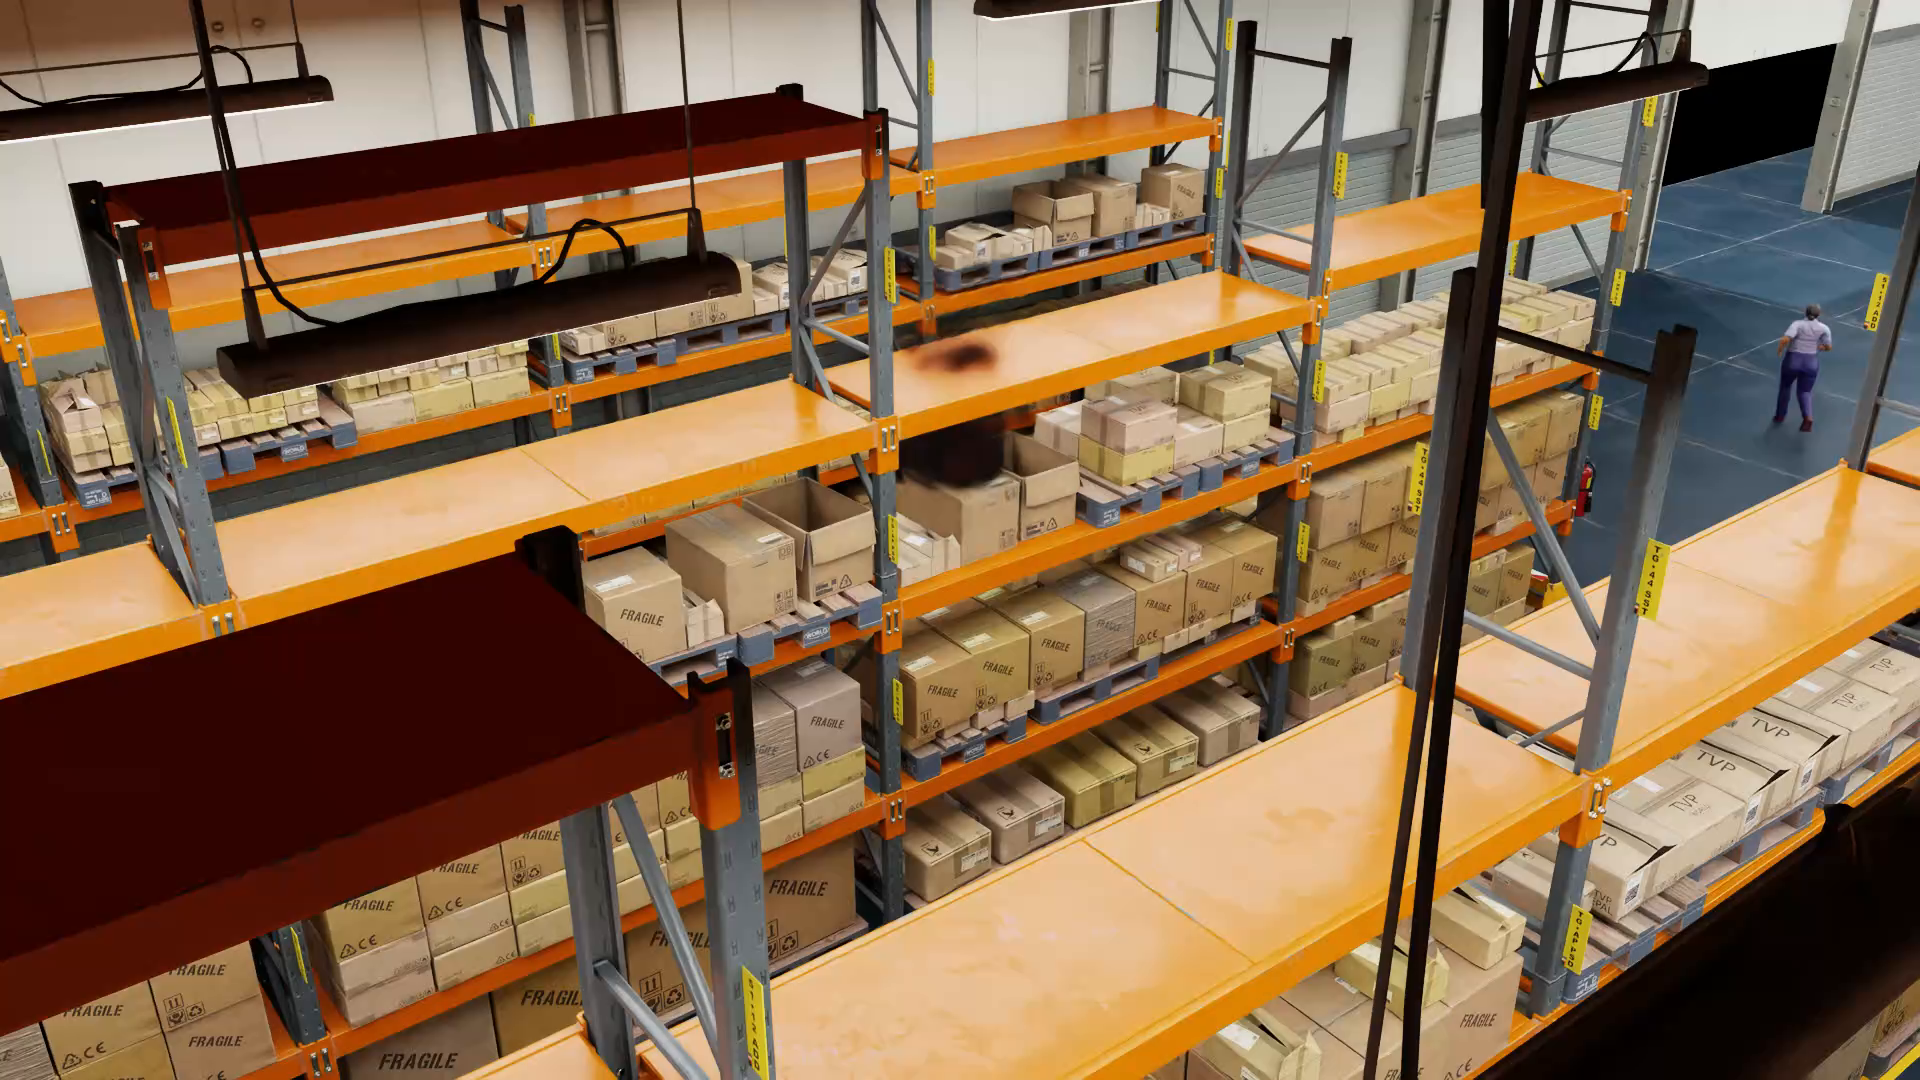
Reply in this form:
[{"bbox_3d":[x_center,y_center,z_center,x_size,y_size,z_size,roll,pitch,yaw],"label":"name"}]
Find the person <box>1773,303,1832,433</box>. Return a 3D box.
[{"bbox_3d":[10.407,-2.118,20.611,0.615,1.645,0.914,8,27,16],"label":"person"}]
